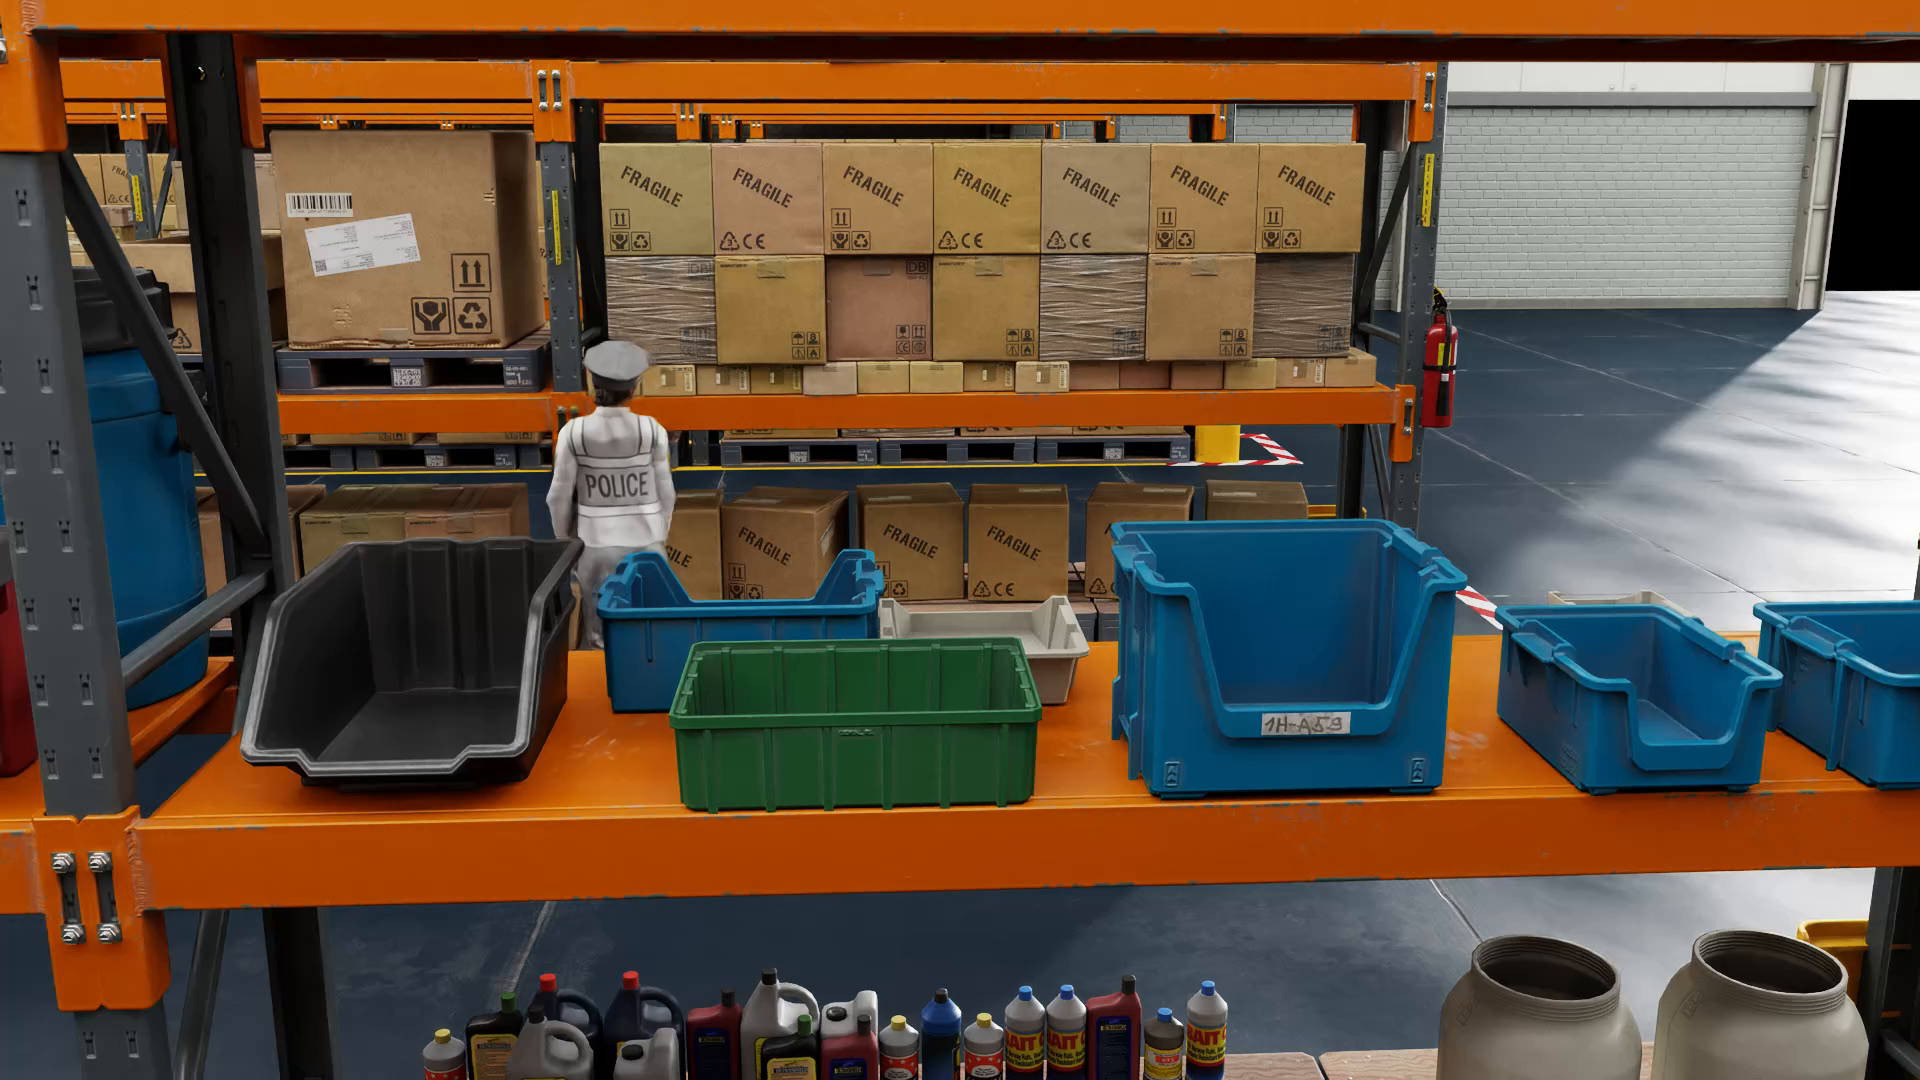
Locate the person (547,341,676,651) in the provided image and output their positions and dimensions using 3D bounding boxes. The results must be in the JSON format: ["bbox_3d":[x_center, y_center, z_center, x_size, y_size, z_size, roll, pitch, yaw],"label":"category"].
[{"bbox_3d":[-1.399,0.041,6.697,0.501,1.694,0.533,-5,14,-19],"label":"person"}]
